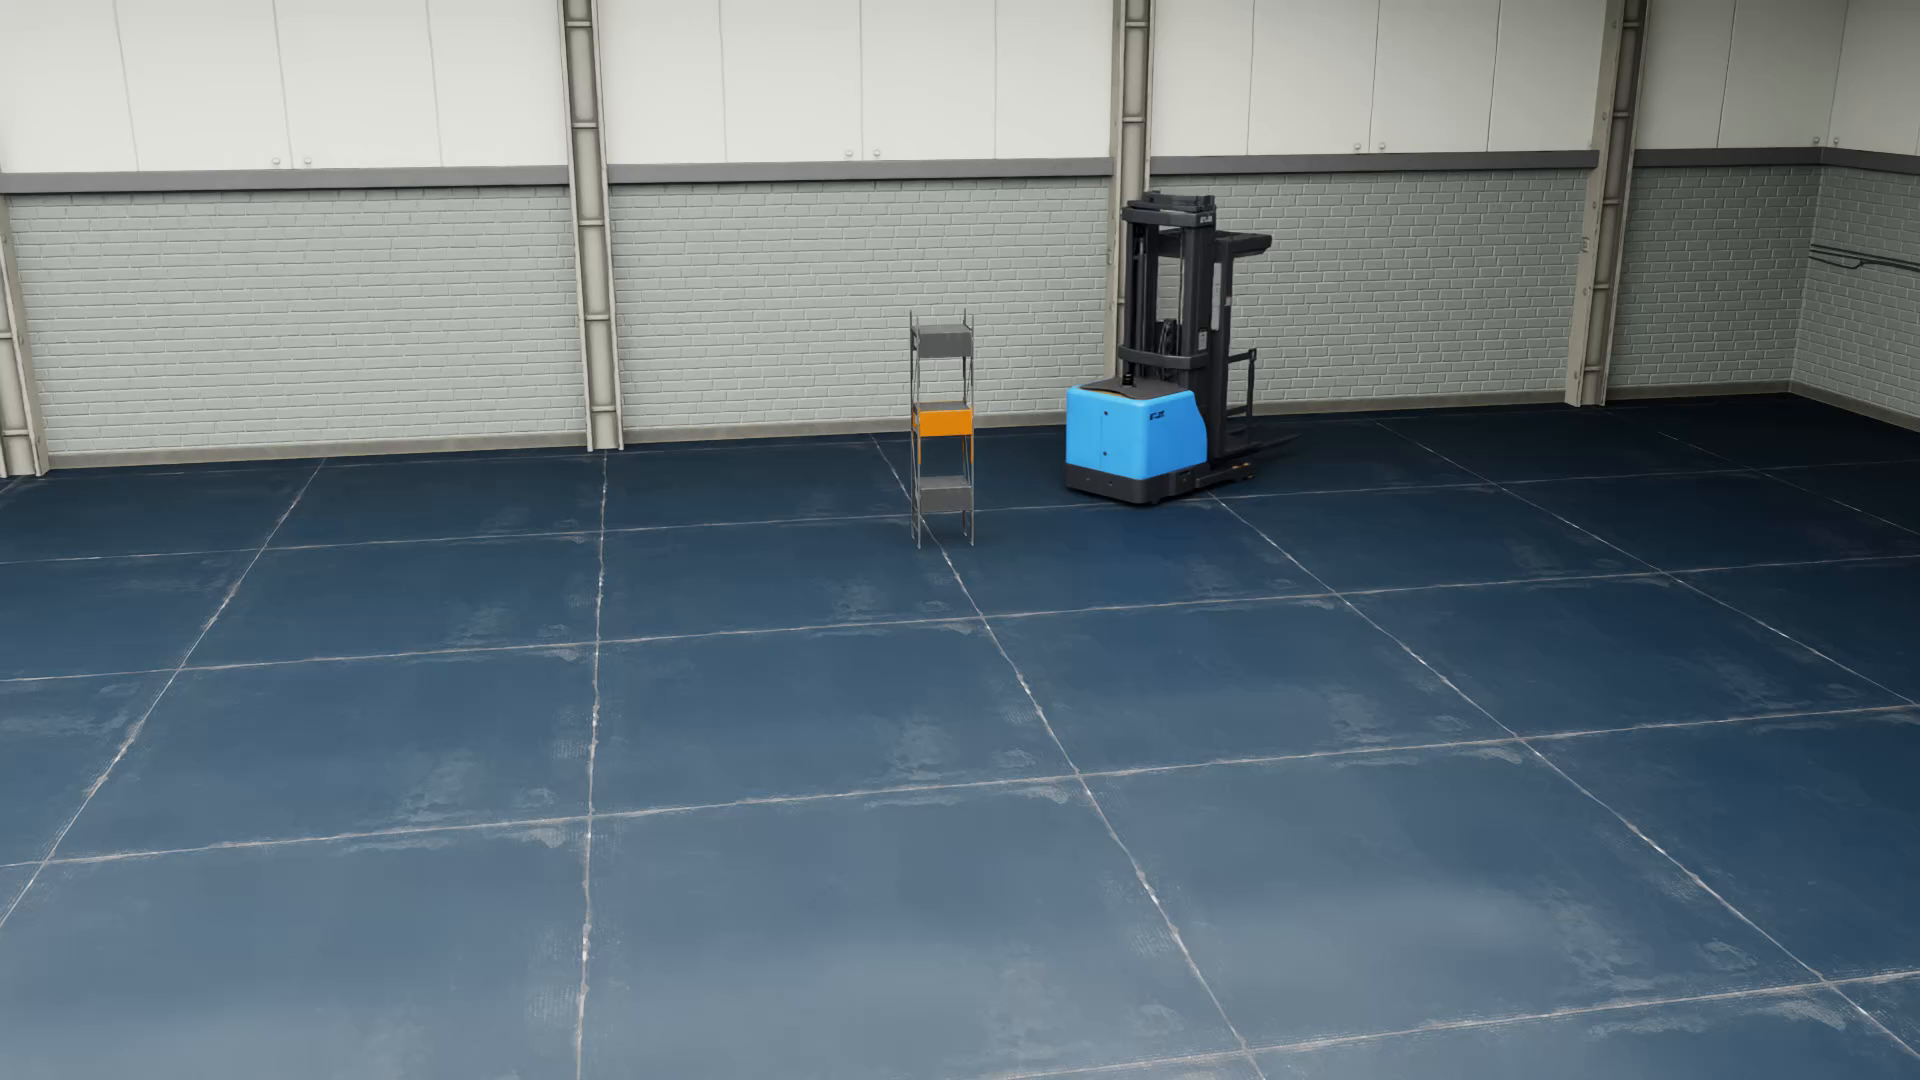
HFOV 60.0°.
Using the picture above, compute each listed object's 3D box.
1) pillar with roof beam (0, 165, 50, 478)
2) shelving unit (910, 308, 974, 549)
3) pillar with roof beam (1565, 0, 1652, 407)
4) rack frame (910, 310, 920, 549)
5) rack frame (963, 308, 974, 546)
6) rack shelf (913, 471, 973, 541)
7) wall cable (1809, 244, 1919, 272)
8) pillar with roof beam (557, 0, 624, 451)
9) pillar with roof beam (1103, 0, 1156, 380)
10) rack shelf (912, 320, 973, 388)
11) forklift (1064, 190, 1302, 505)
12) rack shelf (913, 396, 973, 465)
[{"bbox_3d":[-9.043,-3.768,12.191,0.400,9.000,9.100,-3,17,-10],"label":"pillar with roof beam"},{"bbox_3d":[-0.163,-0.995,14.912,0.503,2.100,0.431,-3,17,-10],"label":"shelving unit"},{"bbox_3d":[8.630,-4.770,15.455,0.400,9.000,9.100,-3,17,-10],"label":"pillar with roof beam"},{"bbox_3d":[-0.402,-0.981,14.867,0.015,2.100,0.400,-3,17,-10],"label":"rack frame"},{"bbox_3d":[0.077,-1.008,14.956,0.015,2.100,0.400,-3,17,-10],"label":"rack frame"},{"bbox_3d":[-0.163,-0.312,15.121,0.480,0.518,0.431,-3,17,-10],"label":"rack shelf"},{"bbox_3d":[10.956,-4.310,19.244,0.112,2.526,3.097,-3,17,-10],"label":"wall cable"},{"bbox_3d":[-3.152,-4.102,13.279,0.400,9.000,9.100,-3,17,-10],"label":"pillar with roof beam"},{"bbox_3d":[2.739,-4.436,14.367,0.400,9.000,9.100,-3,17,-10],"label":"pillar with roof beam"},{"bbox_3d":[-0.163,-1.651,14.710,0.480,0.518,0.431,-3,17,-10],"label":"rack shelf"},{"bbox_3d":[2.448,-2.096,17.082,3.031,2.935,1.130,-16,23,-42],"label":"forklift"},{"bbox_3d":[-0.163,-0.981,14.916,0.480,0.518,0.431,-3,17,-10],"label":"rack shelf"}]
